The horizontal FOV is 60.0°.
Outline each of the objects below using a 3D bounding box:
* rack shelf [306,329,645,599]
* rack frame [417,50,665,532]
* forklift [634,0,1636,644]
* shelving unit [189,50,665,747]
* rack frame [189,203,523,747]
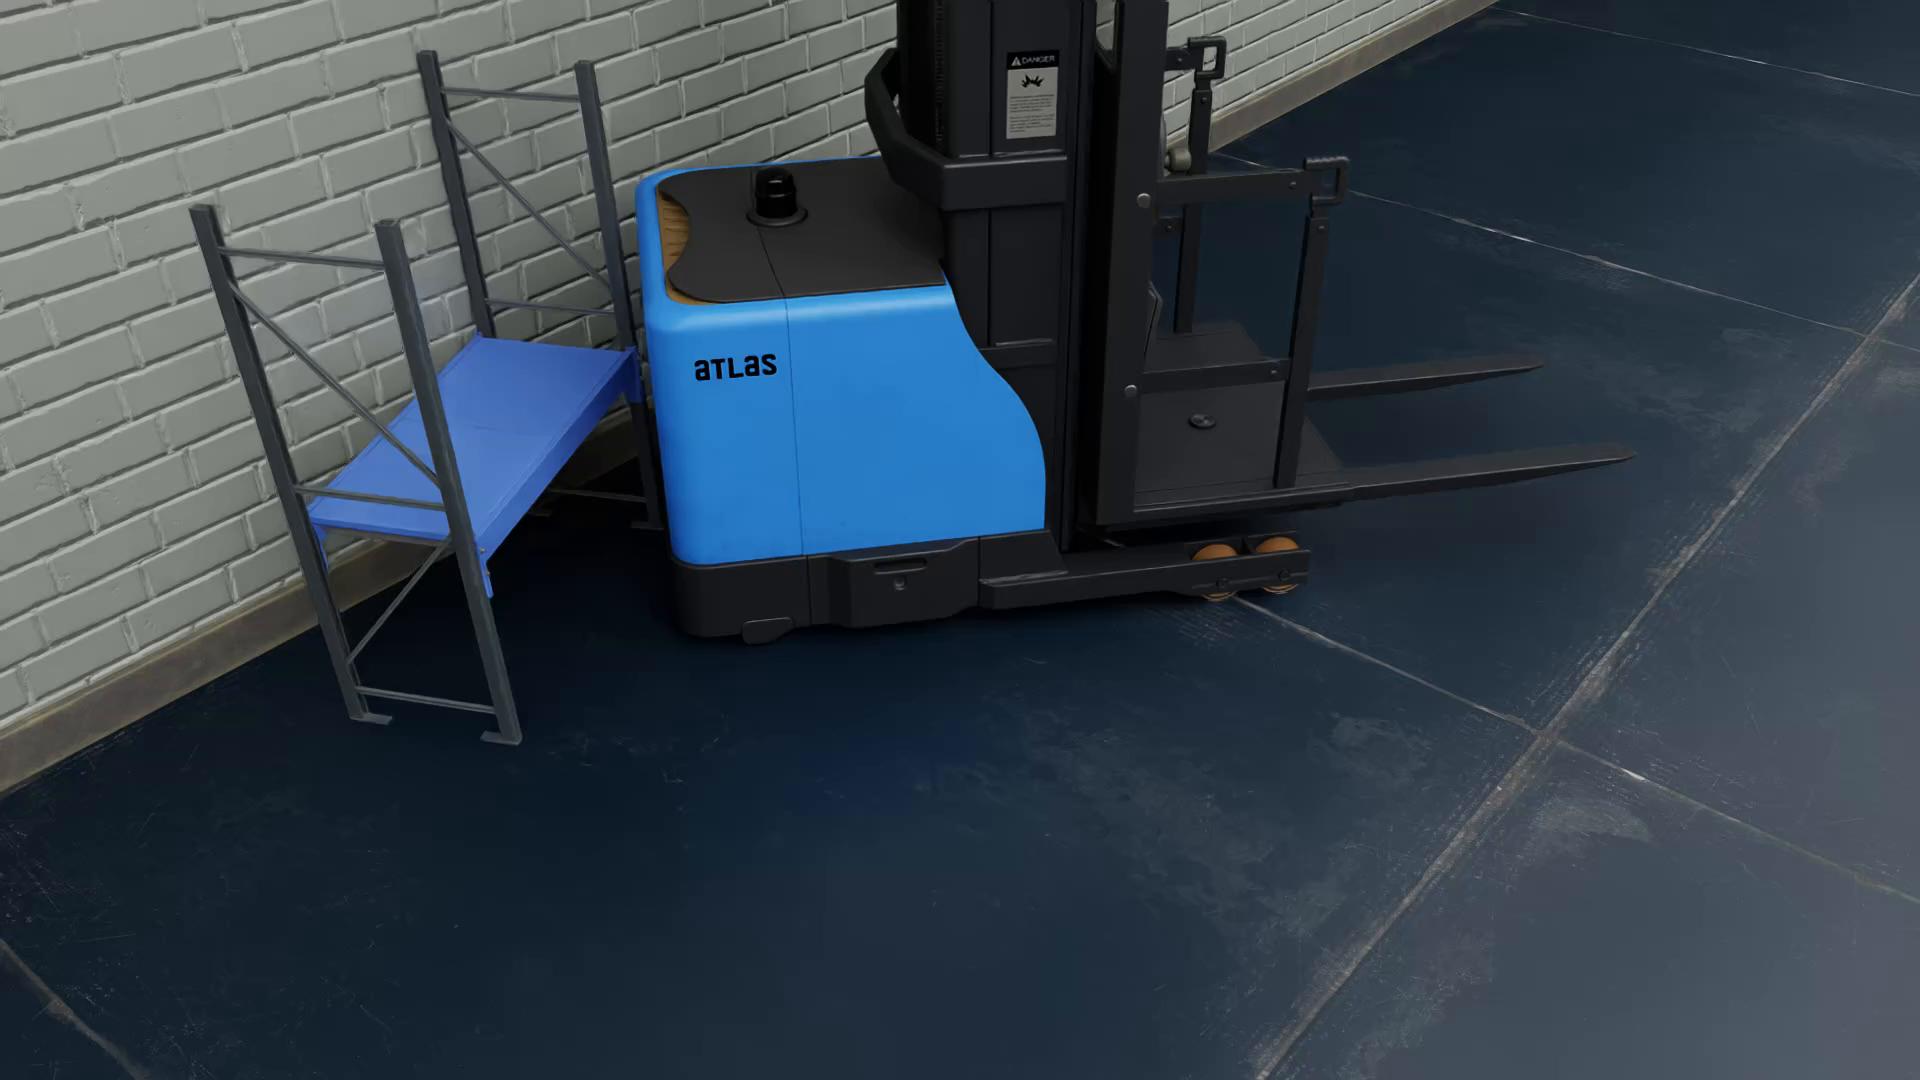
[{"bbox_3d":[-1.311,-0.241,4.567,0.538,0.185,1.000,7,36,12],"label":"rack shelf"},{"bbox_3d":[-1.194,-0.676,4.863,0.500,1.500,0.032,7,36,12],"label":"rack frame"},{"bbox_3d":[0.589,-1.316,4.578,3.031,2.935,1.130,-6,35,-9],"label":"forklift"},{"bbox_3d":[-1.315,-0.387,4.463,0.538,1.500,1.048,7,36,12],"label":"shelving unit"},{"bbox_3d":[-1.437,-0.099,4.062,0.500,1.500,0.032,7,36,12],"label":"rack frame"}]
